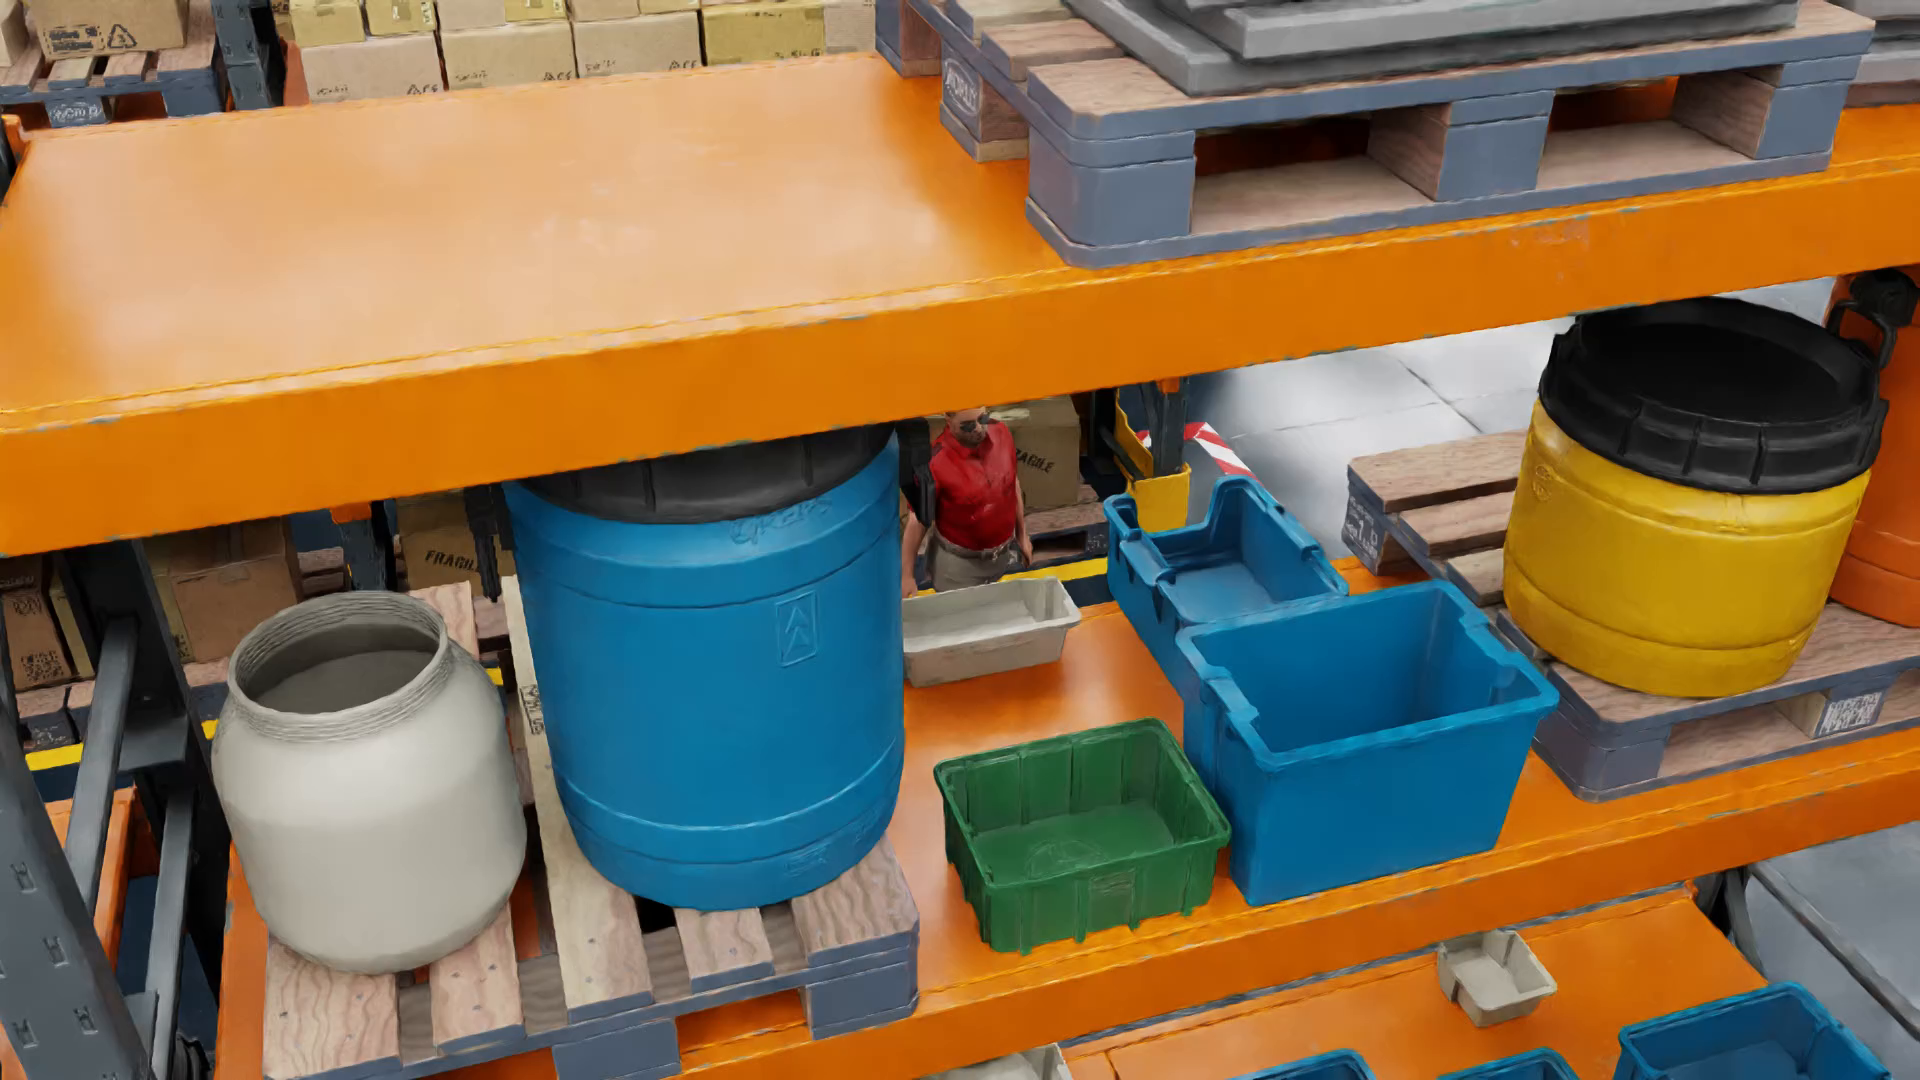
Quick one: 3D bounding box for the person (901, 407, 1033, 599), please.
[{"bbox_3d":[0.011,0.059,7.373,0.696,1.714,0.693,26,42,34],"label":"person"}]
